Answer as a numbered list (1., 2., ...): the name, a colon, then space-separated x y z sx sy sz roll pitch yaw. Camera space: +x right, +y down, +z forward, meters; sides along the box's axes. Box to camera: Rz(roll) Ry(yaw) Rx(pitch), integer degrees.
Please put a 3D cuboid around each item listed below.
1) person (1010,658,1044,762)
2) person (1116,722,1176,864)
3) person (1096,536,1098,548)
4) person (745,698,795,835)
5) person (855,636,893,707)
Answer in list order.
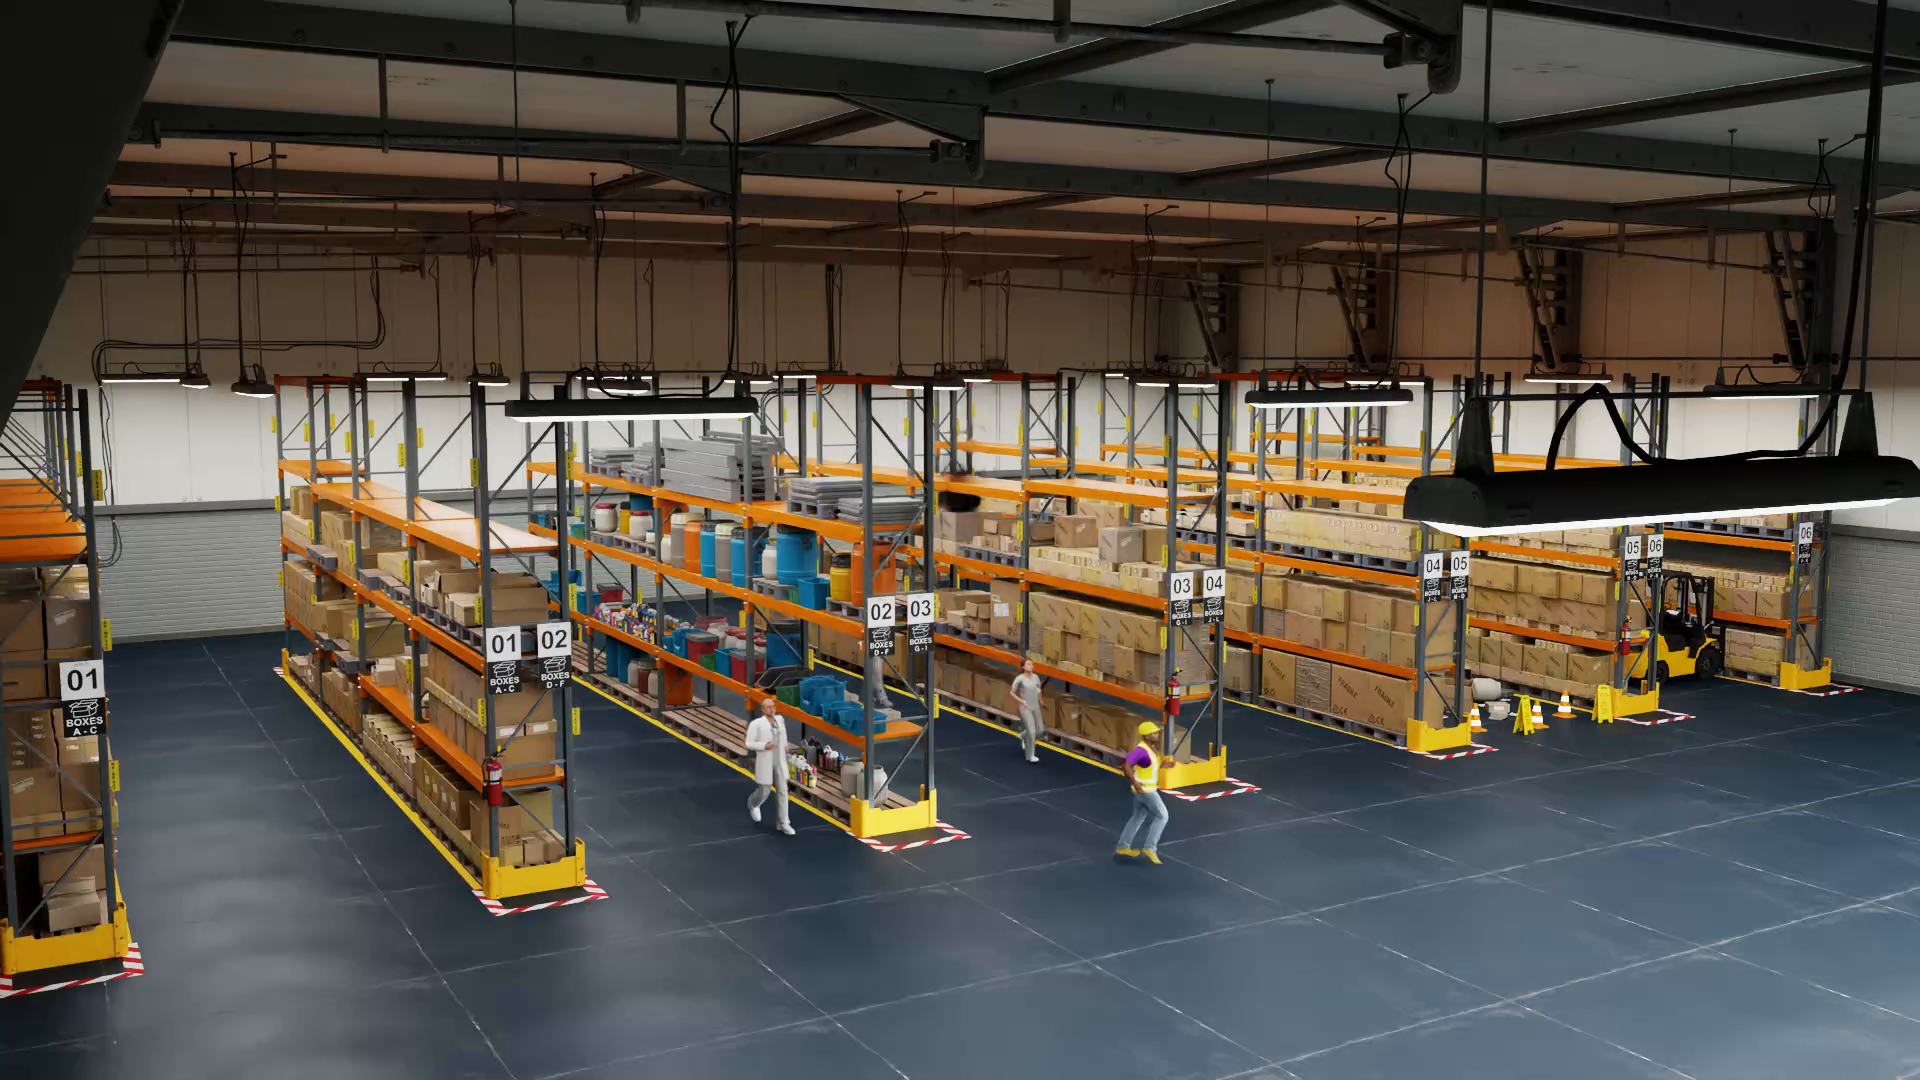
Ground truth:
1. person: 1.050 2.644 26.127 0.563 1.617 0.609 -4 7 -31
2. person: 2.348 3.183 20.970 0.747 1.823 0.661 0 6 4
3. person: 3.594 0.624 44.701 0.578 1.636 0.732 1 6 8
4. person: -2.530 2.989 22.219 0.712 1.753 1.043 -4 8 -34
5. person: -1.414 1.963 28.953 0.679 1.813 0.916 -5 8 -41
